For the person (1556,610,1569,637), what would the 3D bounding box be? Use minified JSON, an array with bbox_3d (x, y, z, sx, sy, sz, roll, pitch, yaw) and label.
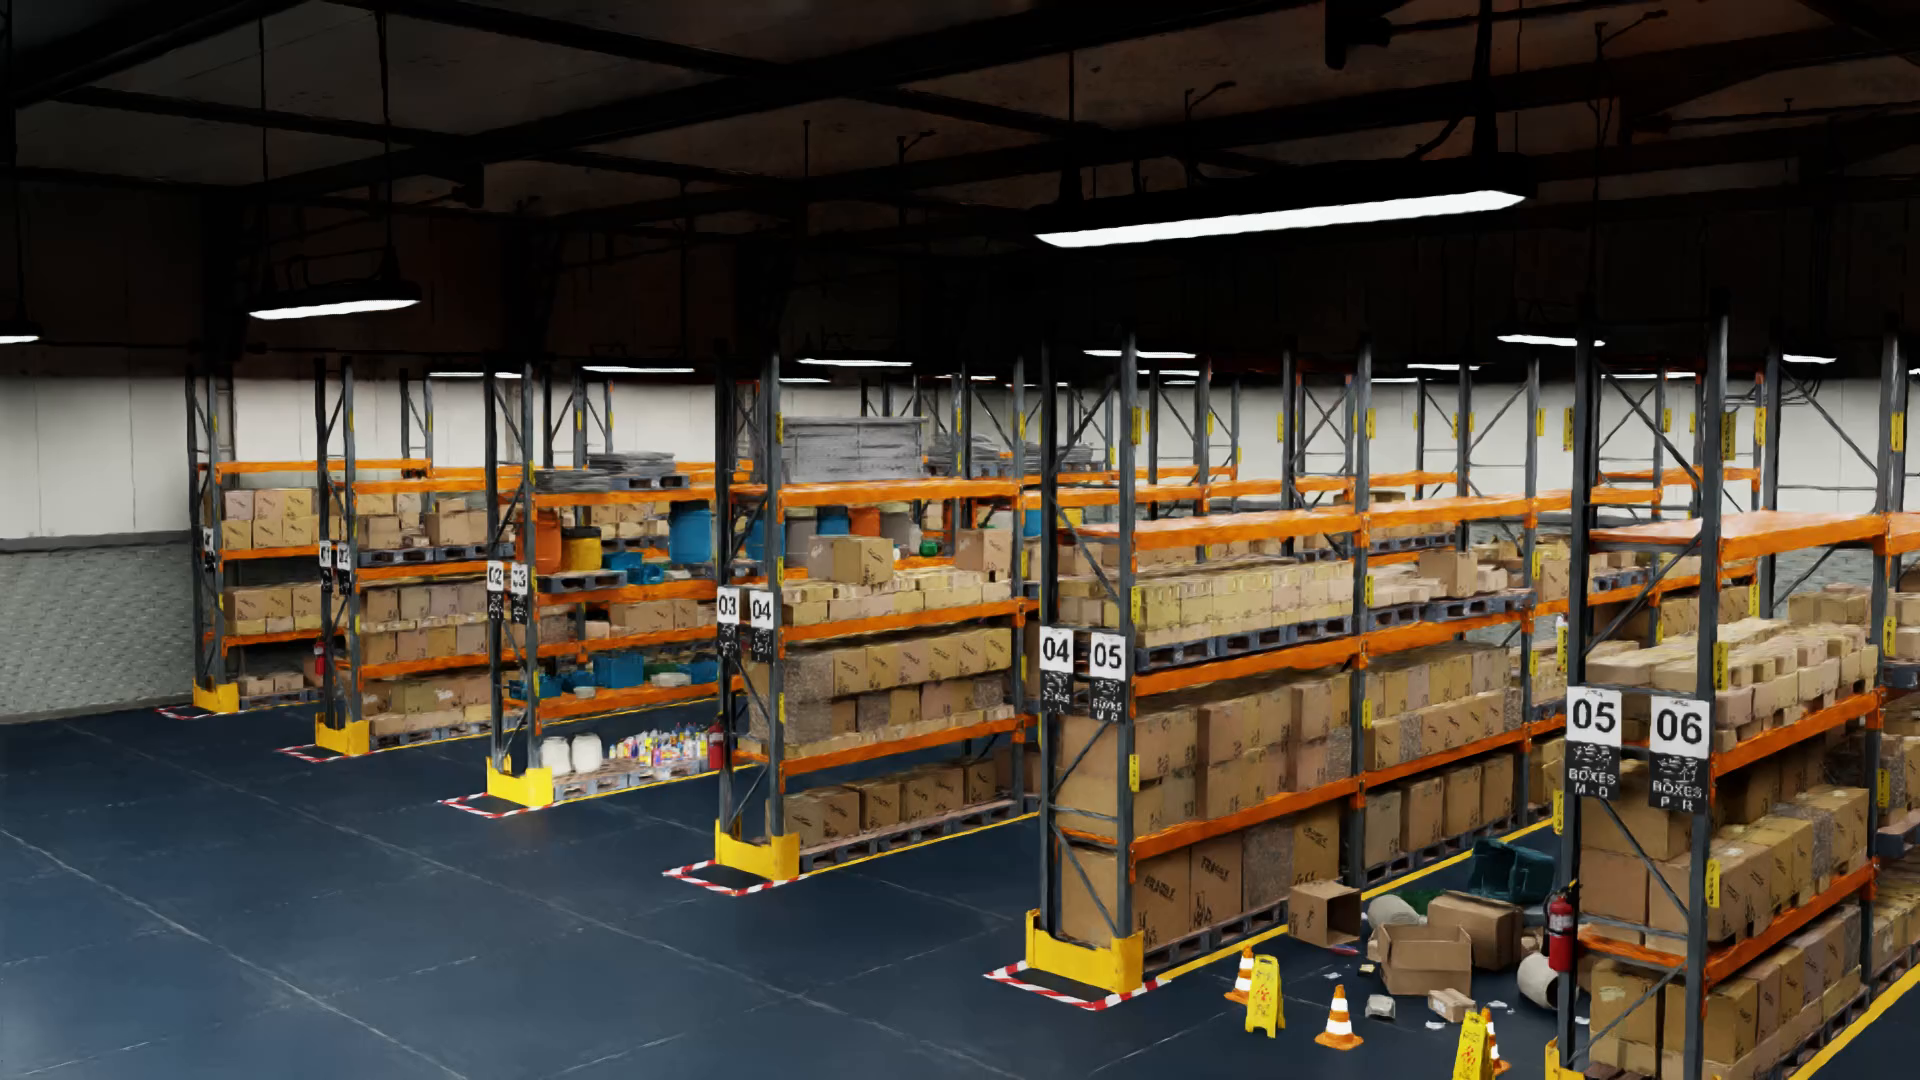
[{"bbox_3d":[11.103,1.975,30.364,0.573,1.732,1.042,4,6,43],"label":"person"}]
